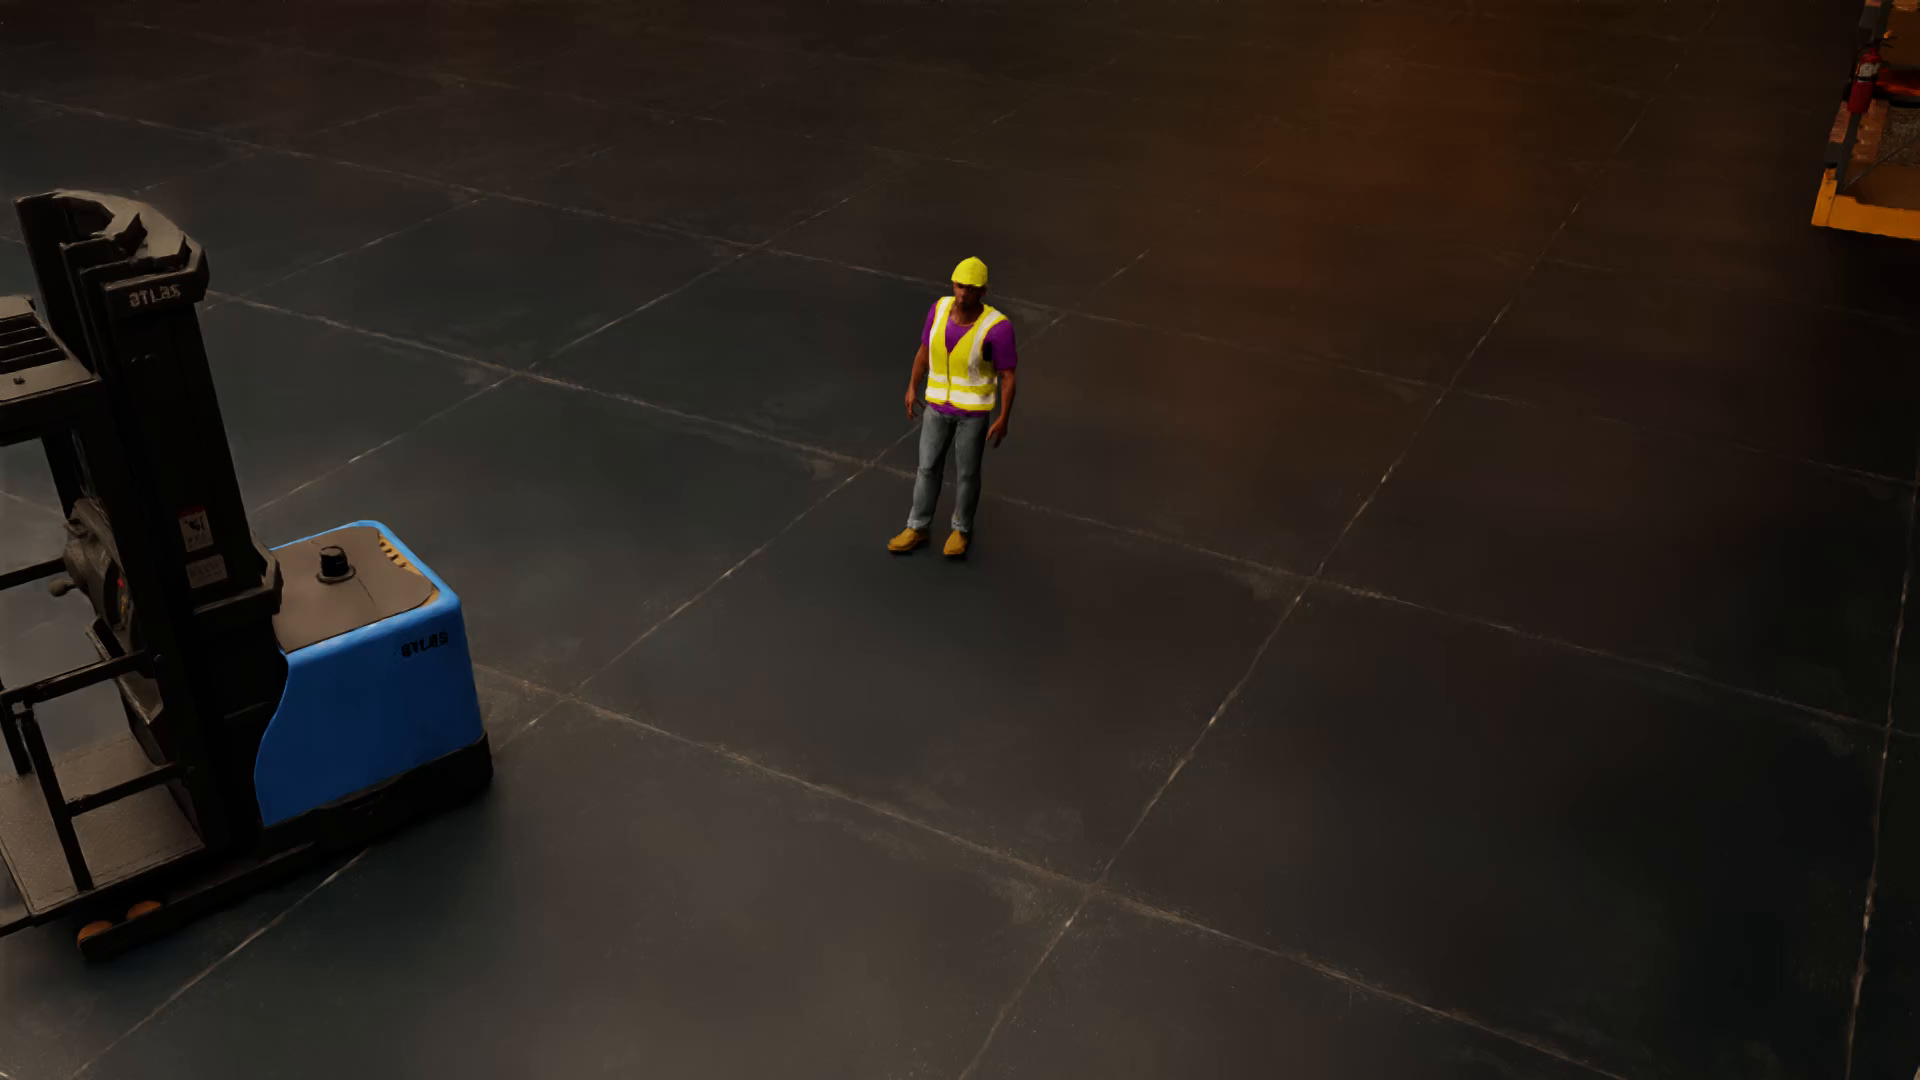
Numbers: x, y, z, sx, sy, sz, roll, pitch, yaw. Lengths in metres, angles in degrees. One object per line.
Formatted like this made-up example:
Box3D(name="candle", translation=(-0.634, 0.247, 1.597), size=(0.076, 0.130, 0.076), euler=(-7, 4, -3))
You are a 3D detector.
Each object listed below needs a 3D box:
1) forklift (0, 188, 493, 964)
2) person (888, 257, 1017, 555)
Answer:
Box3D(name="forklift", translation=(-3.690, 0.191, 6.739), size=(3.031, 2.935, 1.130), euler=(-22, 37, -33))
Box3D(name="person", translation=(-0.039, -0.742, 9.507), size=(0.665, 1.766, 0.576), euler=(15, 33, 25))
